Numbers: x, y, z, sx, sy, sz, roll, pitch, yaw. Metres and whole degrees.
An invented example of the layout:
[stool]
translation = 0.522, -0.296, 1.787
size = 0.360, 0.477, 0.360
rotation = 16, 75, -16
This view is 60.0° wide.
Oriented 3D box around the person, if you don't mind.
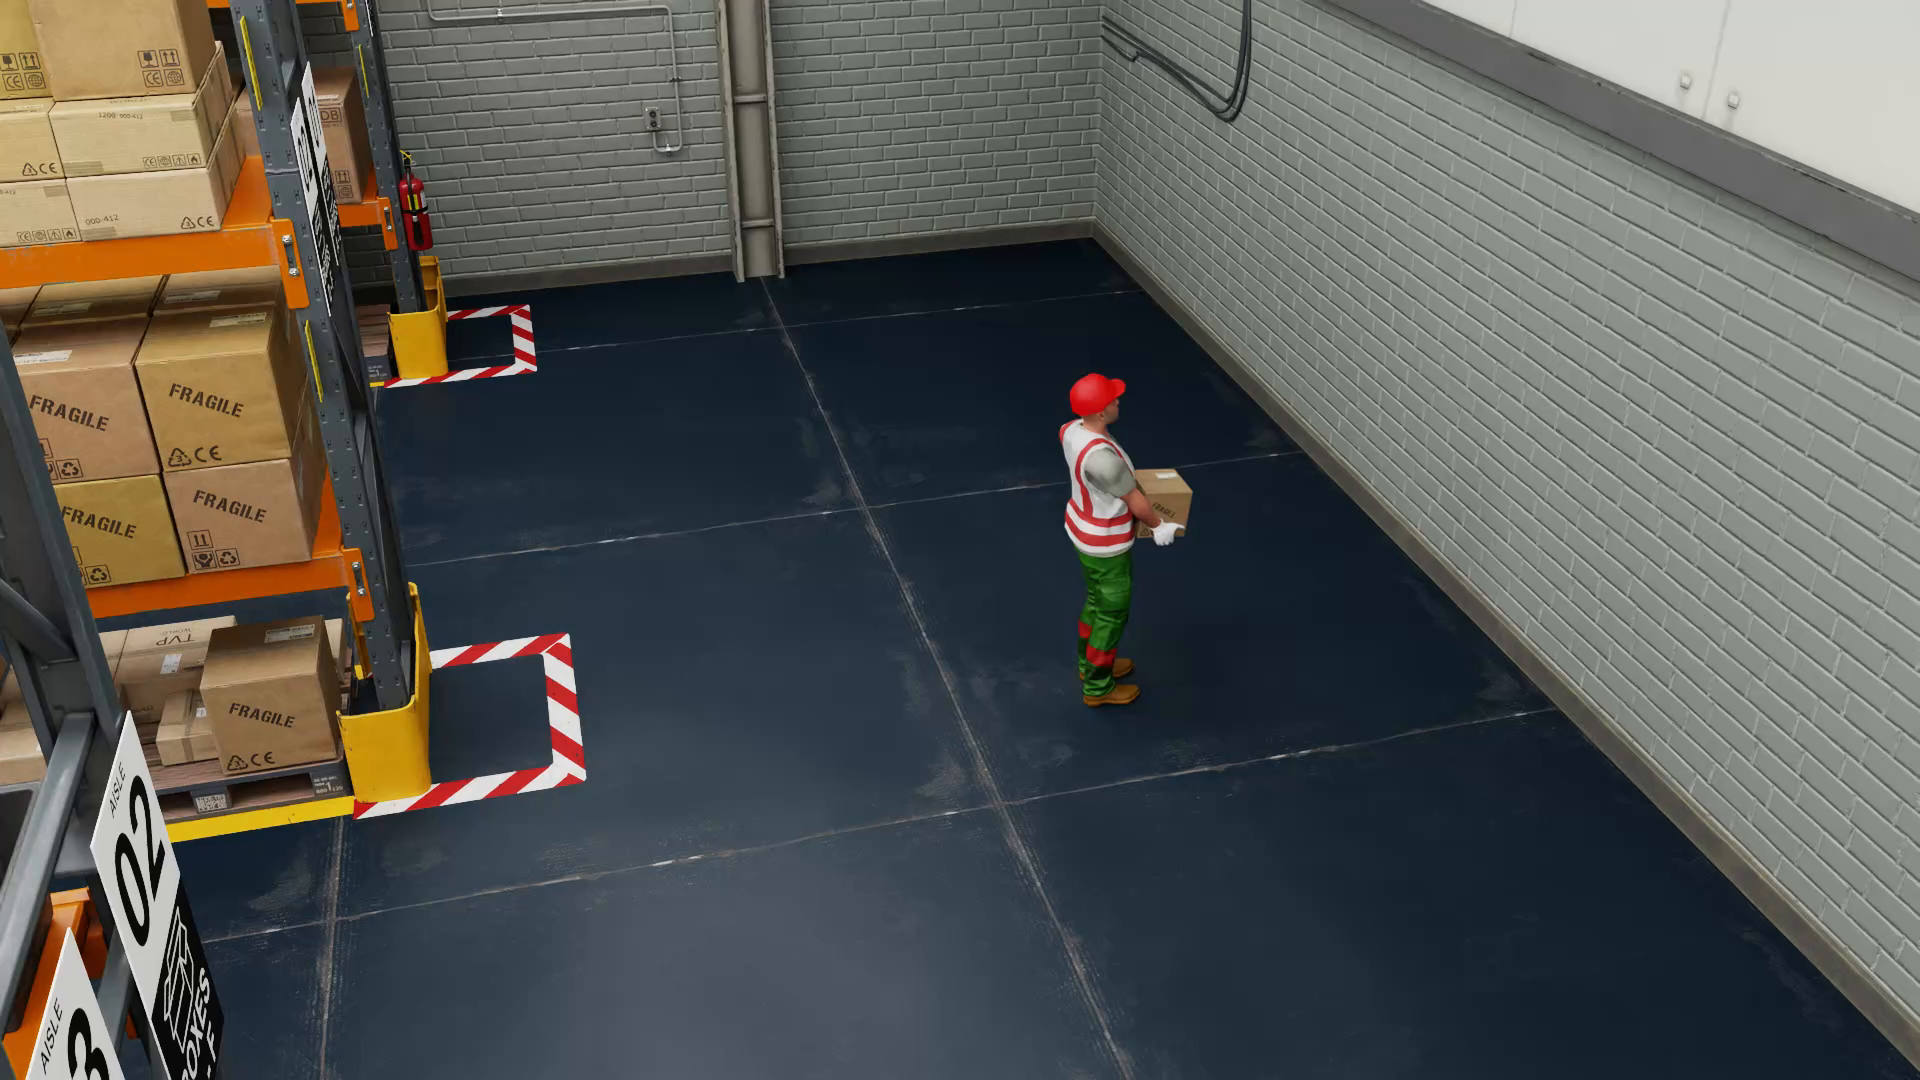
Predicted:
[person]
translation = 0.794, -0.020, 8.260
size = 0.572, 1.782, 0.493
rotation = -8, 31, -13
